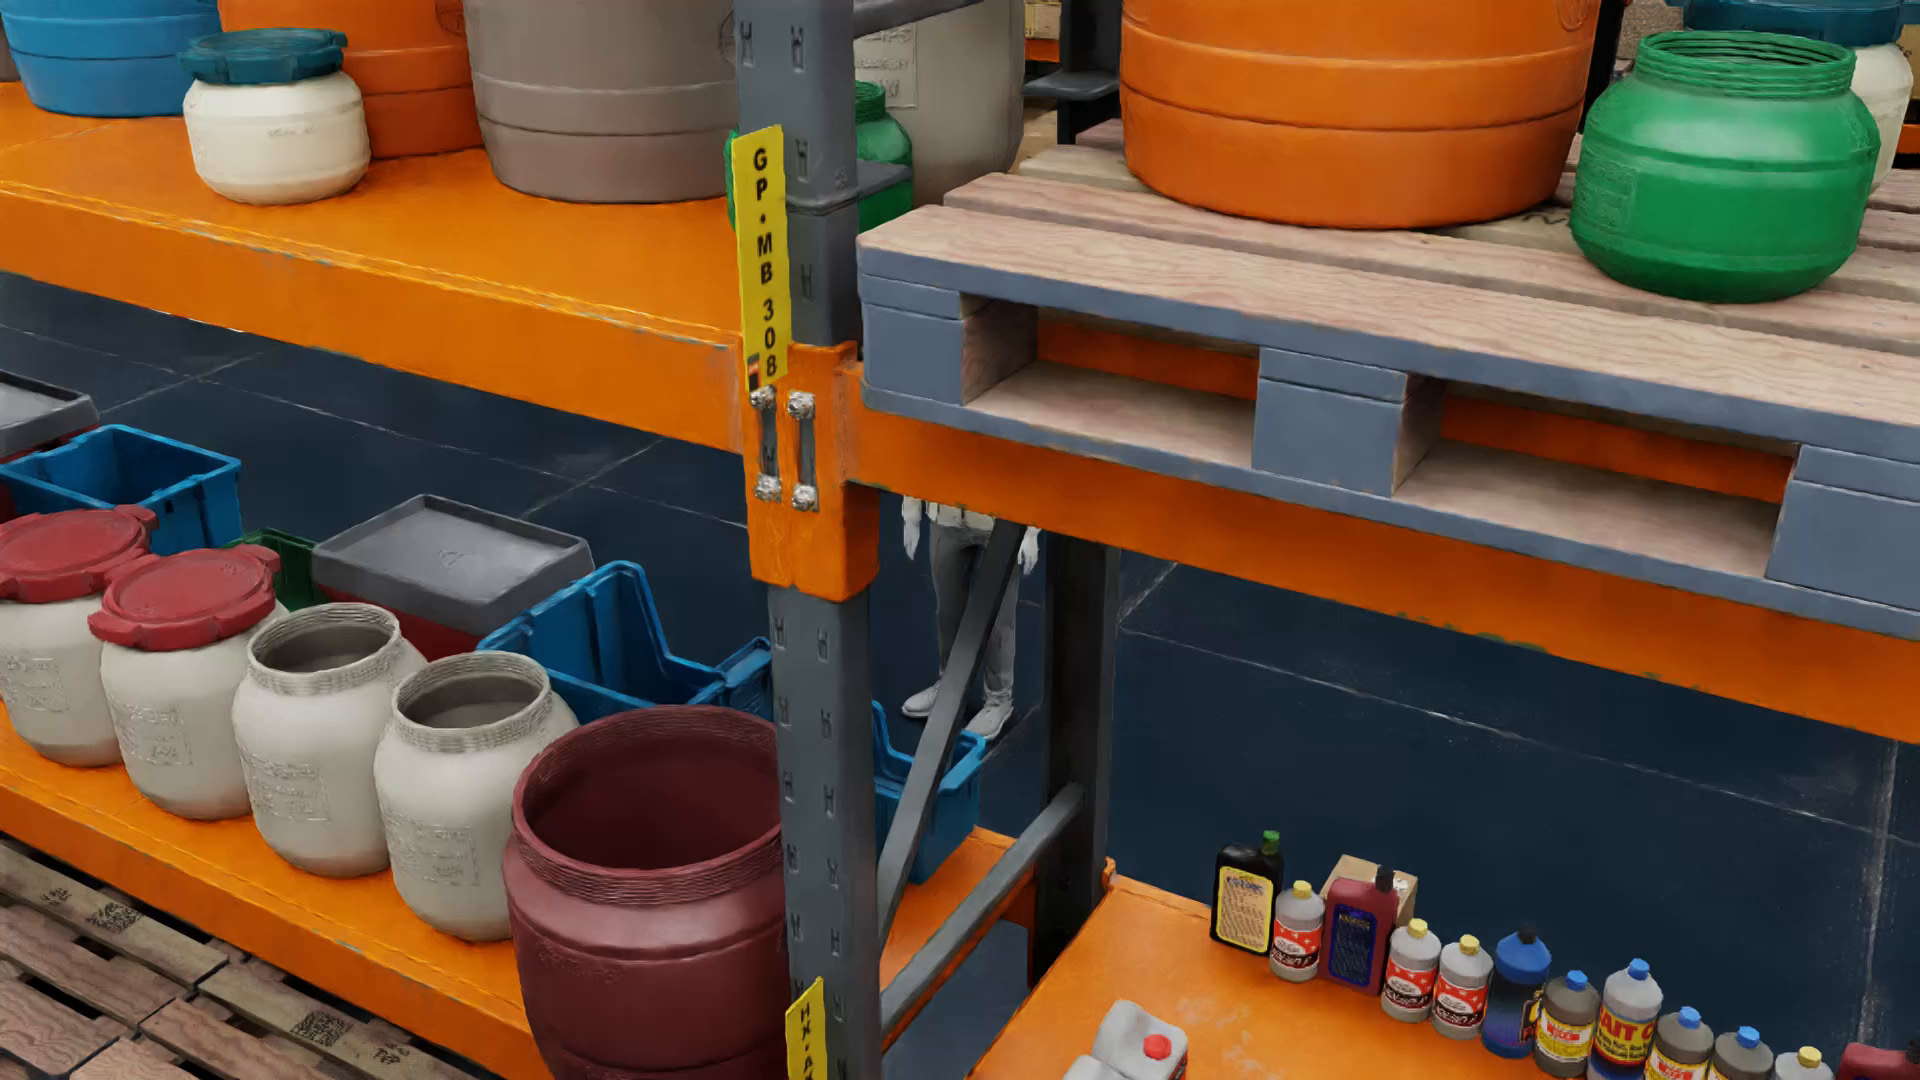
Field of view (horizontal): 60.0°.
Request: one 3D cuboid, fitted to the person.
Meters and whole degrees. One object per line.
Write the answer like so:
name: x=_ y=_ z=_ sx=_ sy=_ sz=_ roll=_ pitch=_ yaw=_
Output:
person: x=0.039 y=-0.047 z=6.139 sx=0.545 sy=1.687 sz=0.344 roll=9 pitch=28 yaw=18
